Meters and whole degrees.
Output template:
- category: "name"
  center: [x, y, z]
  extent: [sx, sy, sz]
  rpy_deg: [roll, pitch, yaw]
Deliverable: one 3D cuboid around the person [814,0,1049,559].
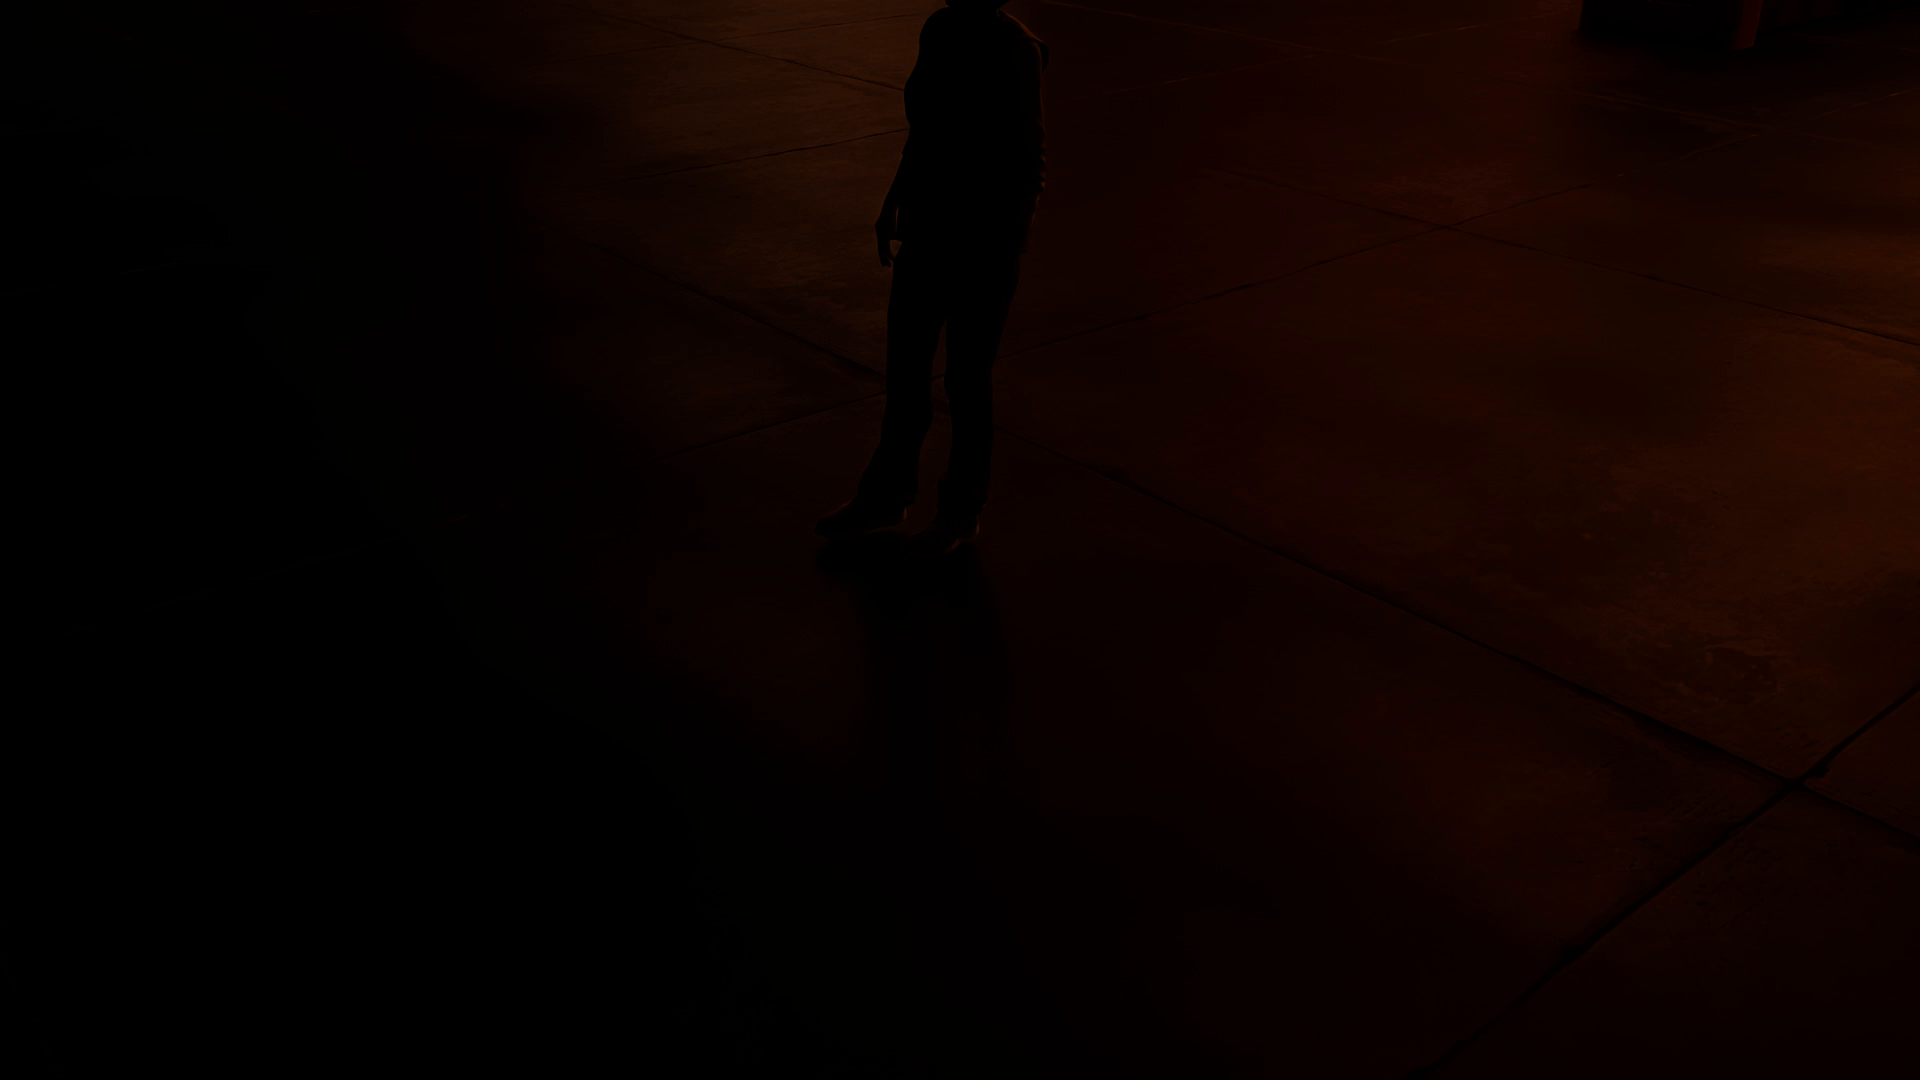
- category: "person"
  center: [-0.065, -0.706, 4.110]
  extent: [0.475, 1.597, 0.520]
  rpy_deg: [-20, 33, -35]
